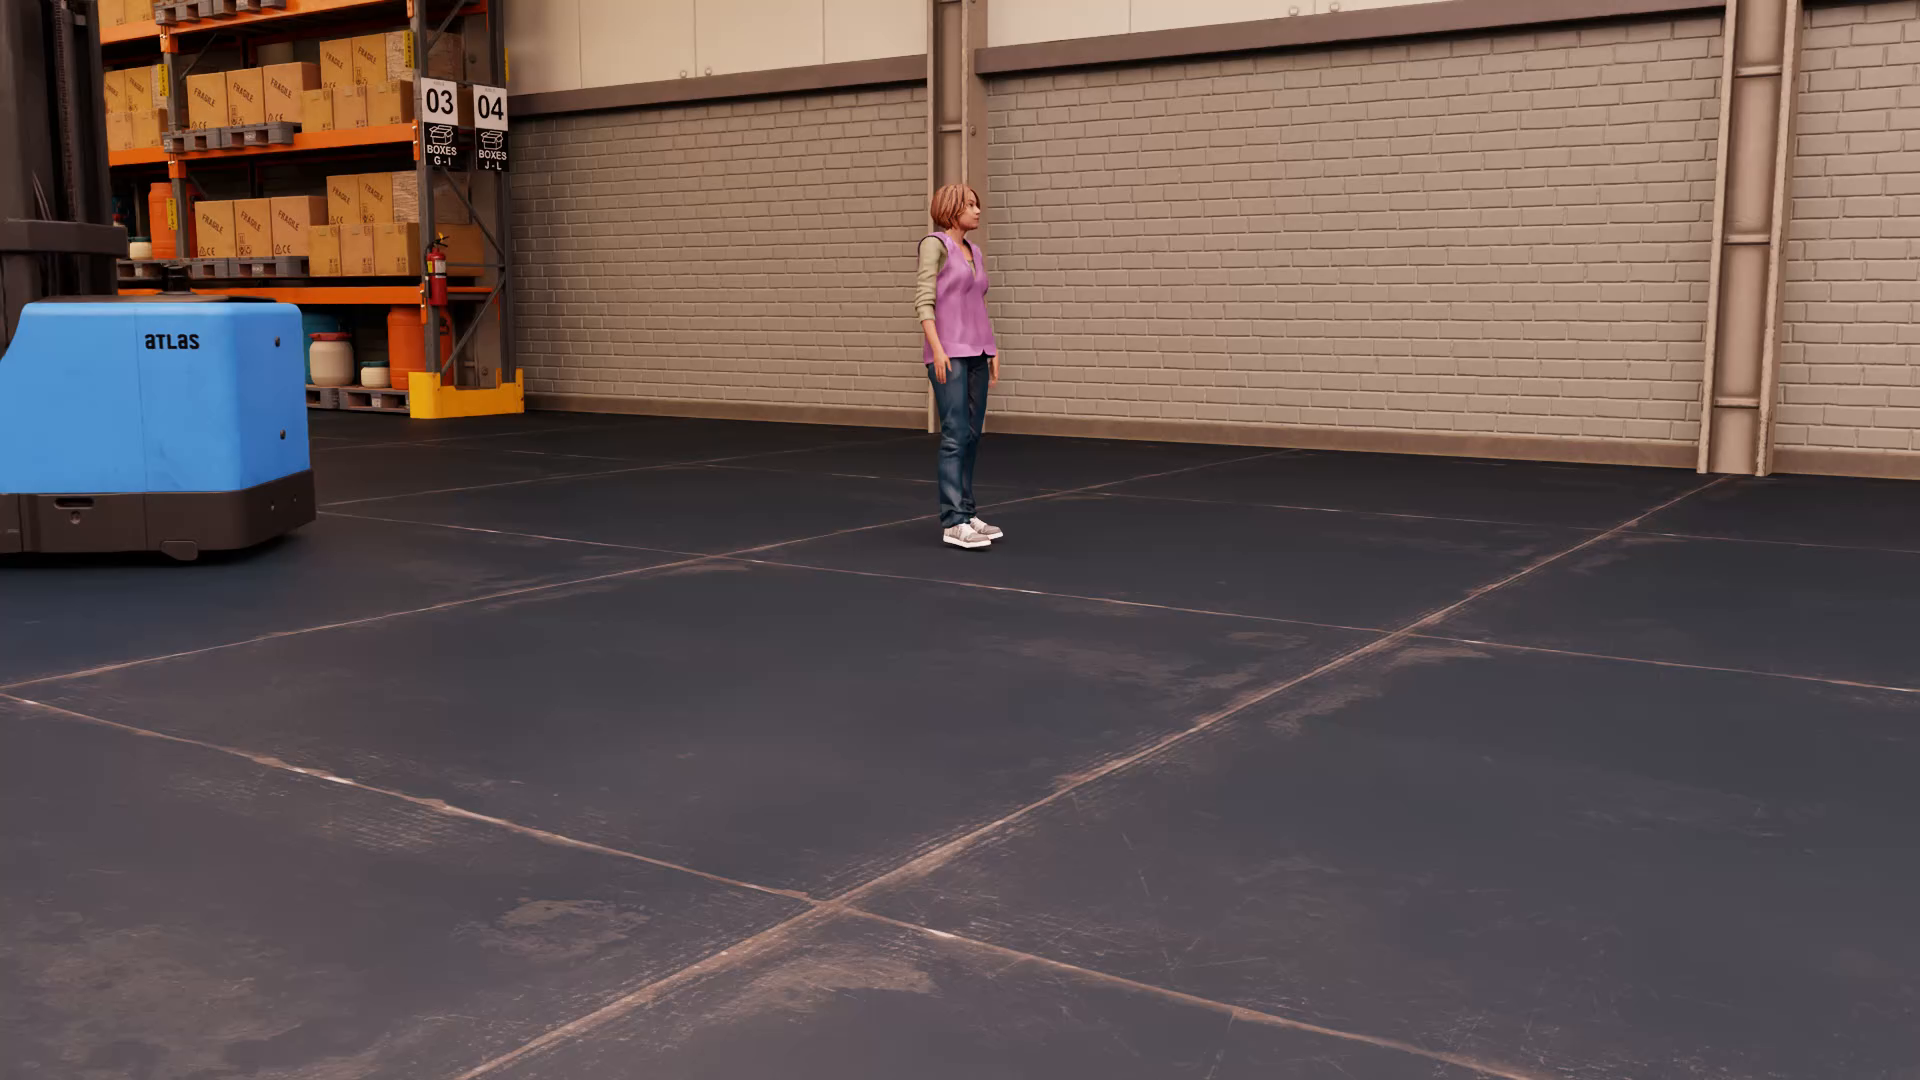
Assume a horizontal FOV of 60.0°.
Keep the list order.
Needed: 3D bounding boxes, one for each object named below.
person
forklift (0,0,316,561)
[{"bbox_3d":[0.054,-0.791,7.437,0.473,1.599,0.520,5,10,34],"label":"person"},{"bbox_3d":[-4.481,-1.397,7.019,3.031,2.935,1.130,-1,8,-4],"label":"forklift"}]
